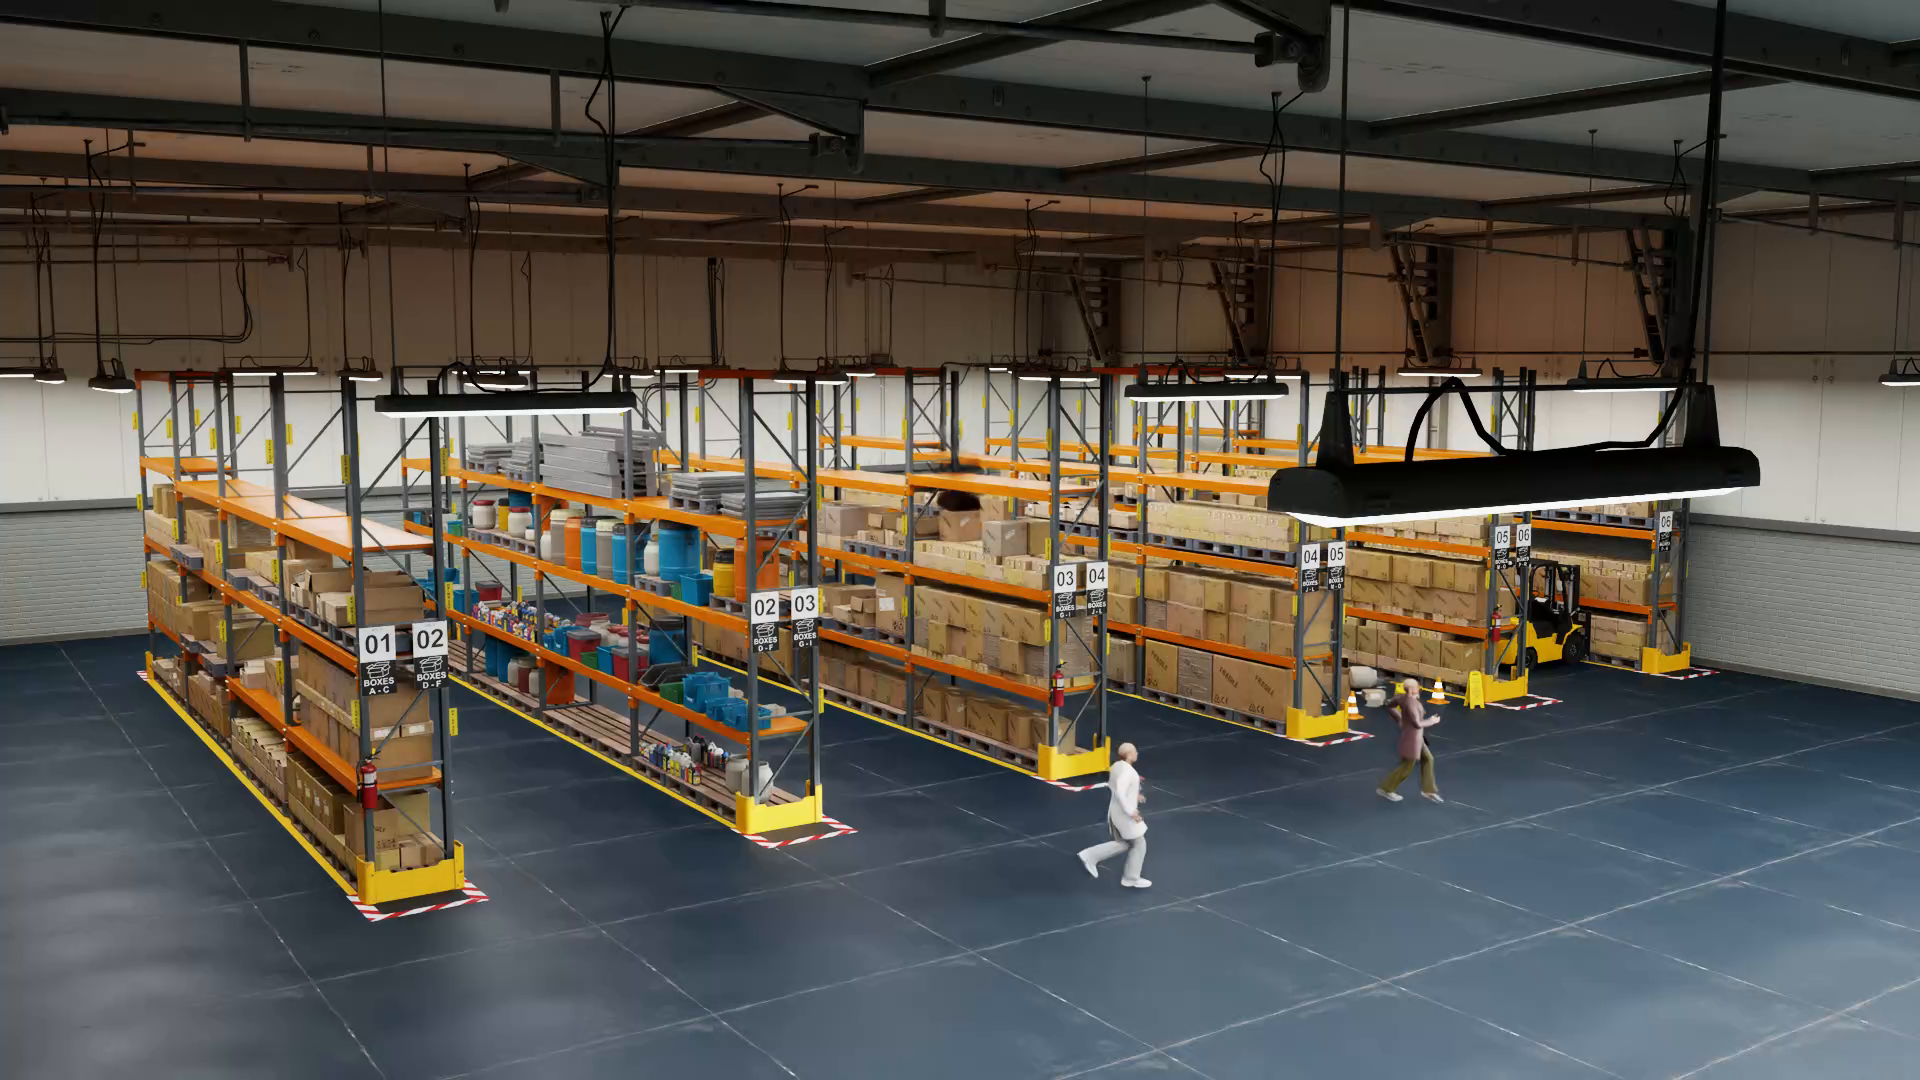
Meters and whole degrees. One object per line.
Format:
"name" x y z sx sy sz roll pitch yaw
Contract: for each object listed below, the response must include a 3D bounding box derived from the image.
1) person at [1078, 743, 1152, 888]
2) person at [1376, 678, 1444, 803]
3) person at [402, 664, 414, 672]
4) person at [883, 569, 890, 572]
"person" 1.852 3.262 19.636 0.876 1.750 0.693 -1 7 -11
"person" 6.341 2.832 23.345 0.973 1.807 0.729 1 7 7
"person" -9.452 2.264 28.453 0.658 1.745 0.823 -6 9 -44
"person" -1.543 1.473 35.949 0.607 1.703 0.816 -4 8 -32
